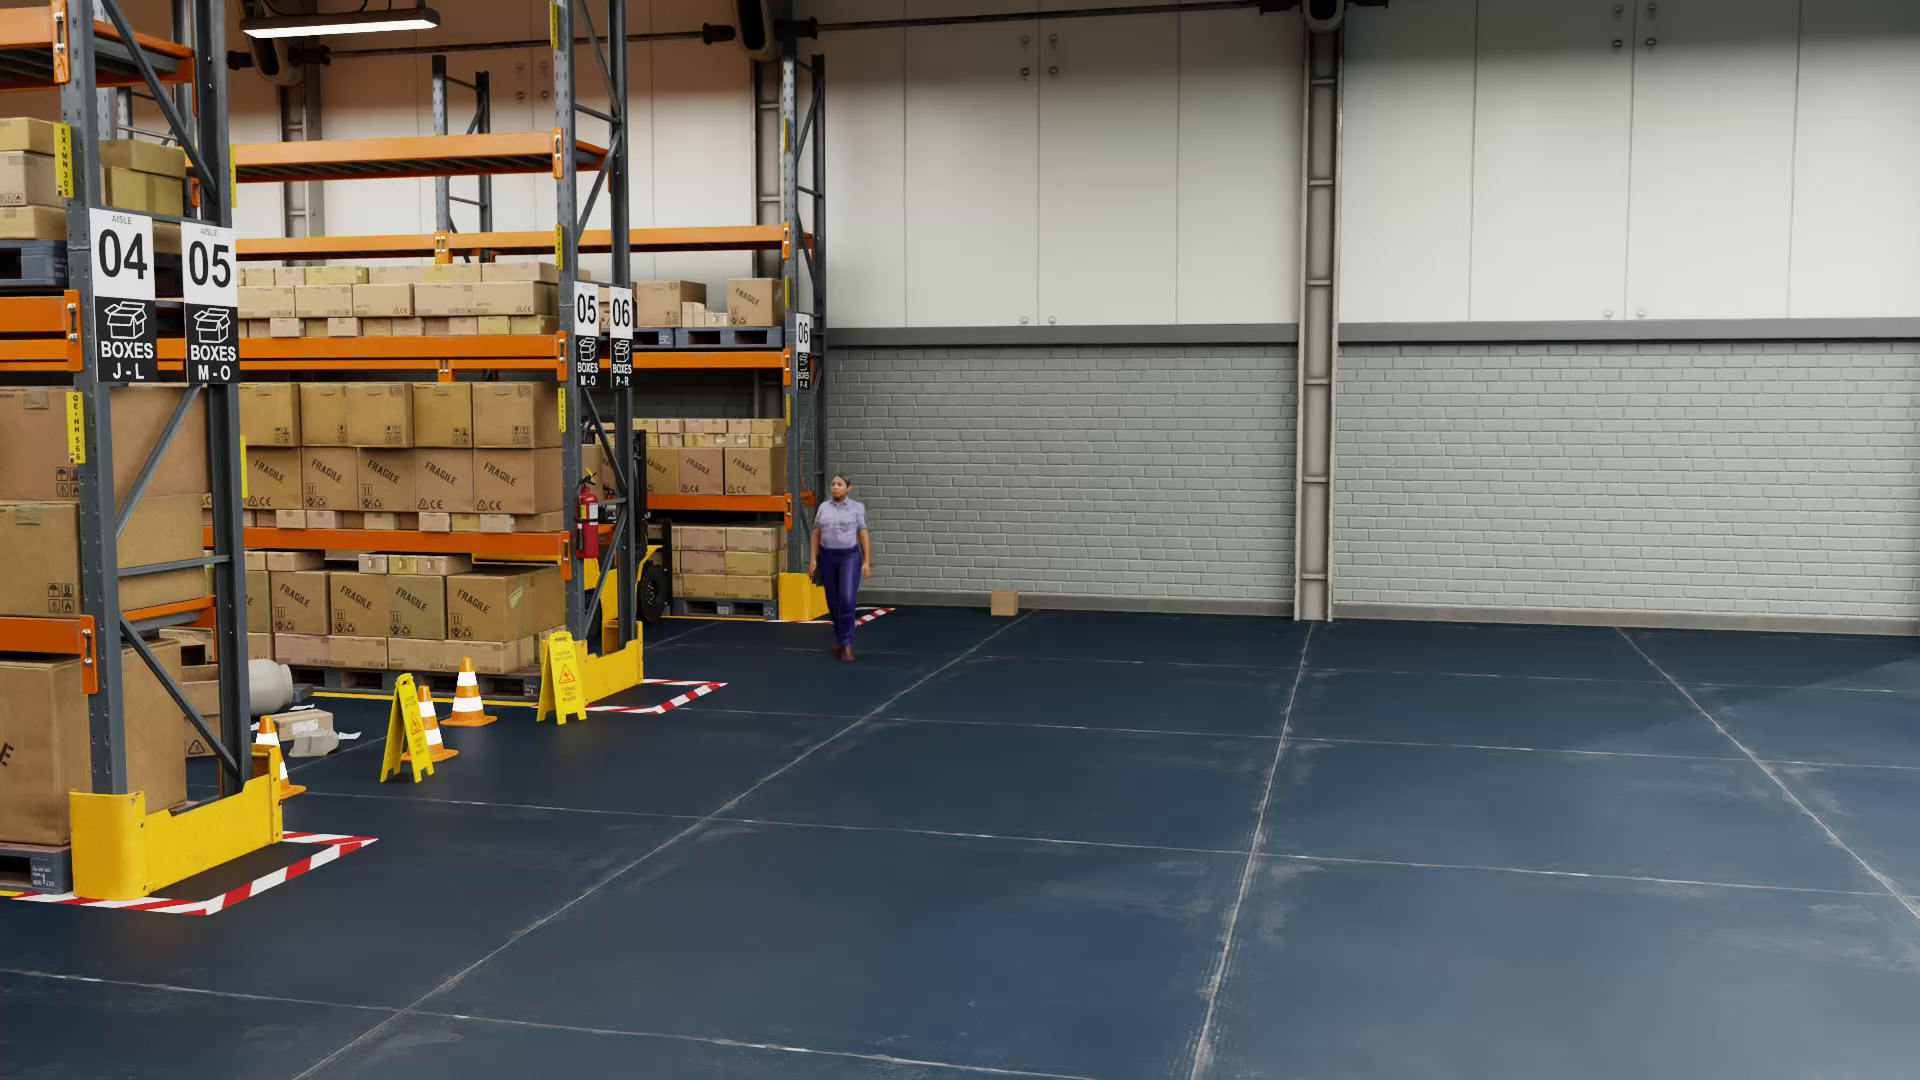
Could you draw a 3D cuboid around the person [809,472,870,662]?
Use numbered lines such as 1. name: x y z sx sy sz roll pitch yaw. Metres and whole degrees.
1. person: -1.094 0.253 14.947 0.514 1.718 0.605 1 5 15
